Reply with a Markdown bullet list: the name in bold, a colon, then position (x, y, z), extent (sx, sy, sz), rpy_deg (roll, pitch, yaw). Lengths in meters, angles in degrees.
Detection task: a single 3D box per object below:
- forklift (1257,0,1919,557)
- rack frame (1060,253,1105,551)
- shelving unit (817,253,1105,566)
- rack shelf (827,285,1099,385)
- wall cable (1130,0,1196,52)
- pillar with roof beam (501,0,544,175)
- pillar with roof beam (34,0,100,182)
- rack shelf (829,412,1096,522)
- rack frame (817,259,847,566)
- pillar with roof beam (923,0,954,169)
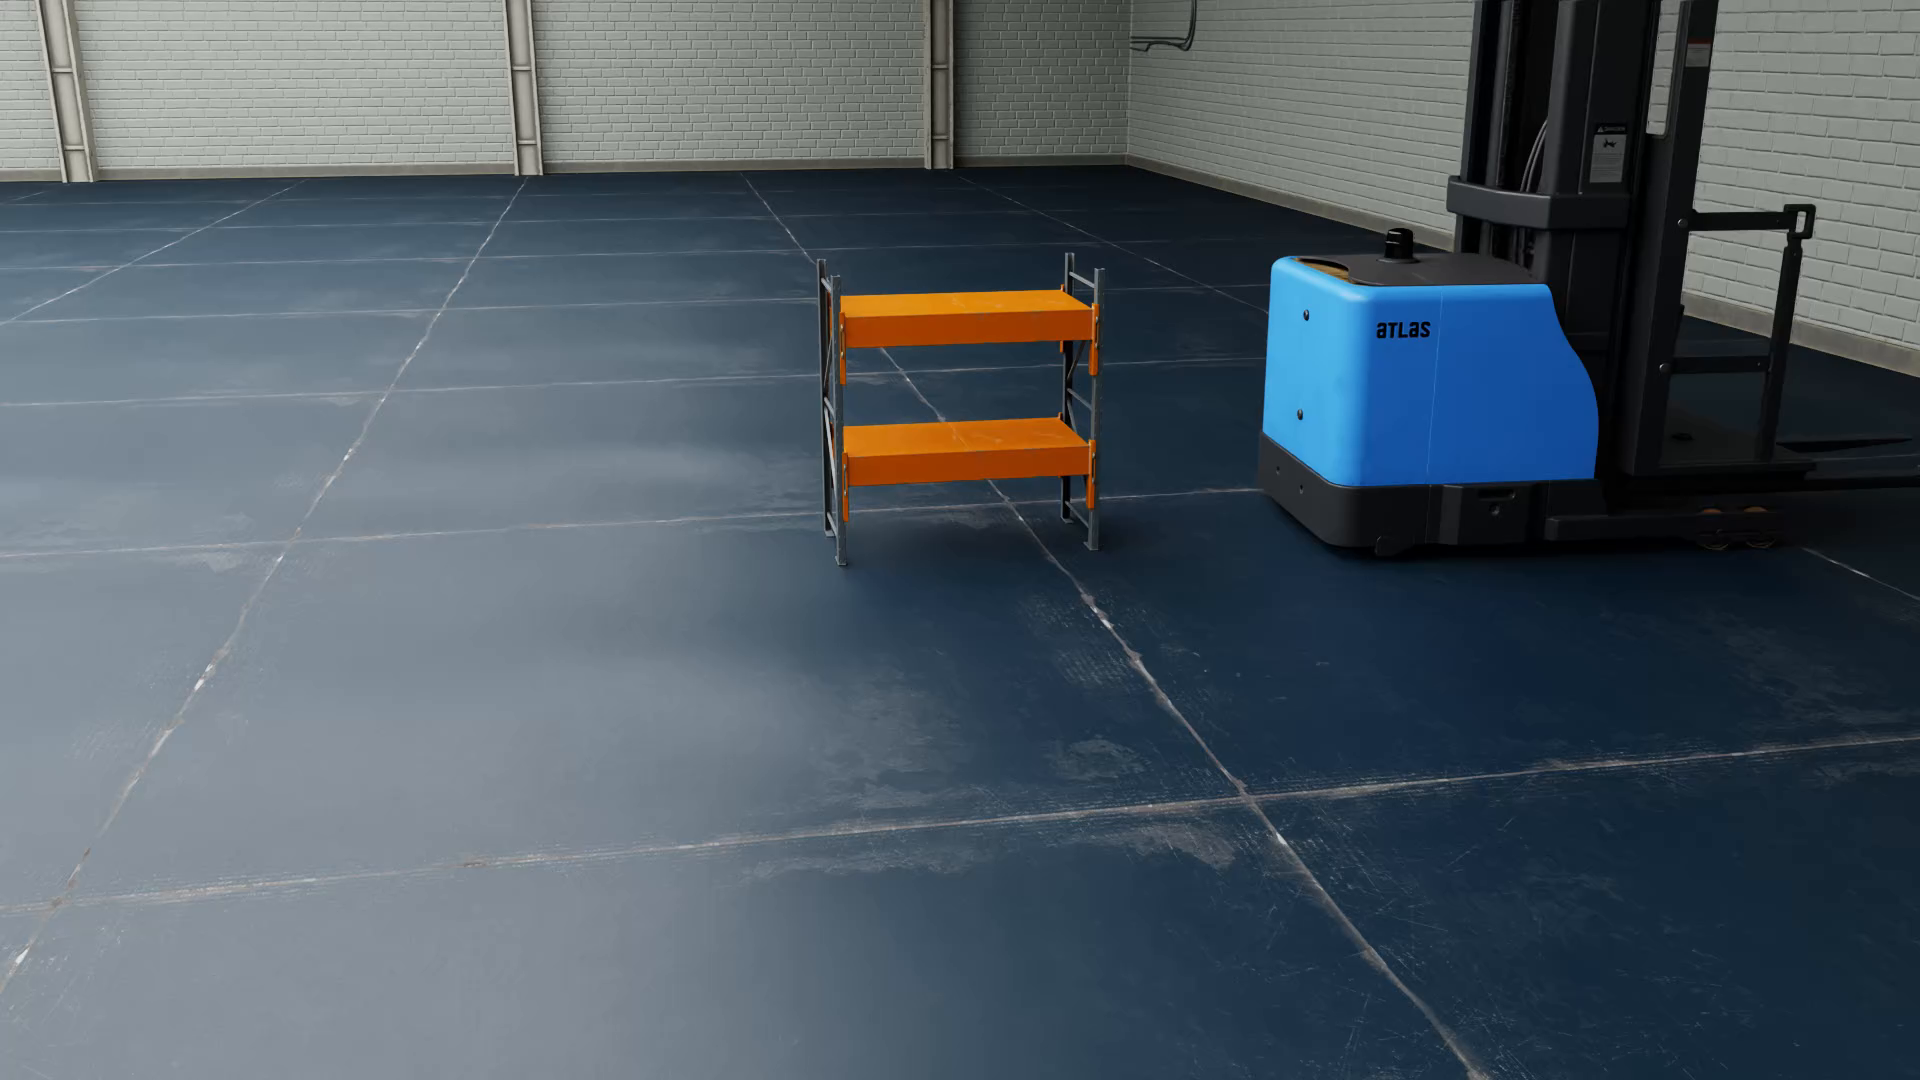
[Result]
- **forklift**: position (2.873, -1.511, 6.739), extent (3.031, 2.935, 1.130), rpy_deg (-2, 17, -7)
- **rack frame**: position (0.492, -0.566, 6.738), extent (0.032, 1.125, 0.500), rpy_deg (-3, 17, -10)
- **shelving unit**: position (-0.007, -0.537, 6.645), extent (1.048, 1.125, 0.538), rpy_deg (-3, 17, -10)
- **rack shelf**: position (-0.007, -0.817, 6.559), extent (1.000, 0.278, 0.538), rpy_deg (-3, 17, -10)
- **wall cable**: position (2.826, -8.211, 23.507), extent (0.112, 2.526, 3.097), rpy_deg (-3, 17, -10)
- **pillar with roof beam**: position (-5.392, -8.337, 18.630), extent (0.400, 9.000, 9.100), rpy_deg (-3, 17, -10)
- **pillar with roof beam**: position (-11.283, -8.003, 17.542), extent (0.400, 9.000, 9.100), rpy_deg (-3, 17, -10)
- **rack shelf**: position (-0.007, -0.304, 6.717), extent (1.000, 0.278, 0.538), rpy_deg (-3, 17, -10)
- **rack frame**: position (-0.506, -0.509, 6.553), extent (0.032, 1.125, 0.500), rpy_deg (-3, 17, -10)
- **pillar with roof beam**: position (0.499, -8.672, 19.718), extent (0.400, 9.000, 9.100), rpy_deg (-3, 17, -10)
